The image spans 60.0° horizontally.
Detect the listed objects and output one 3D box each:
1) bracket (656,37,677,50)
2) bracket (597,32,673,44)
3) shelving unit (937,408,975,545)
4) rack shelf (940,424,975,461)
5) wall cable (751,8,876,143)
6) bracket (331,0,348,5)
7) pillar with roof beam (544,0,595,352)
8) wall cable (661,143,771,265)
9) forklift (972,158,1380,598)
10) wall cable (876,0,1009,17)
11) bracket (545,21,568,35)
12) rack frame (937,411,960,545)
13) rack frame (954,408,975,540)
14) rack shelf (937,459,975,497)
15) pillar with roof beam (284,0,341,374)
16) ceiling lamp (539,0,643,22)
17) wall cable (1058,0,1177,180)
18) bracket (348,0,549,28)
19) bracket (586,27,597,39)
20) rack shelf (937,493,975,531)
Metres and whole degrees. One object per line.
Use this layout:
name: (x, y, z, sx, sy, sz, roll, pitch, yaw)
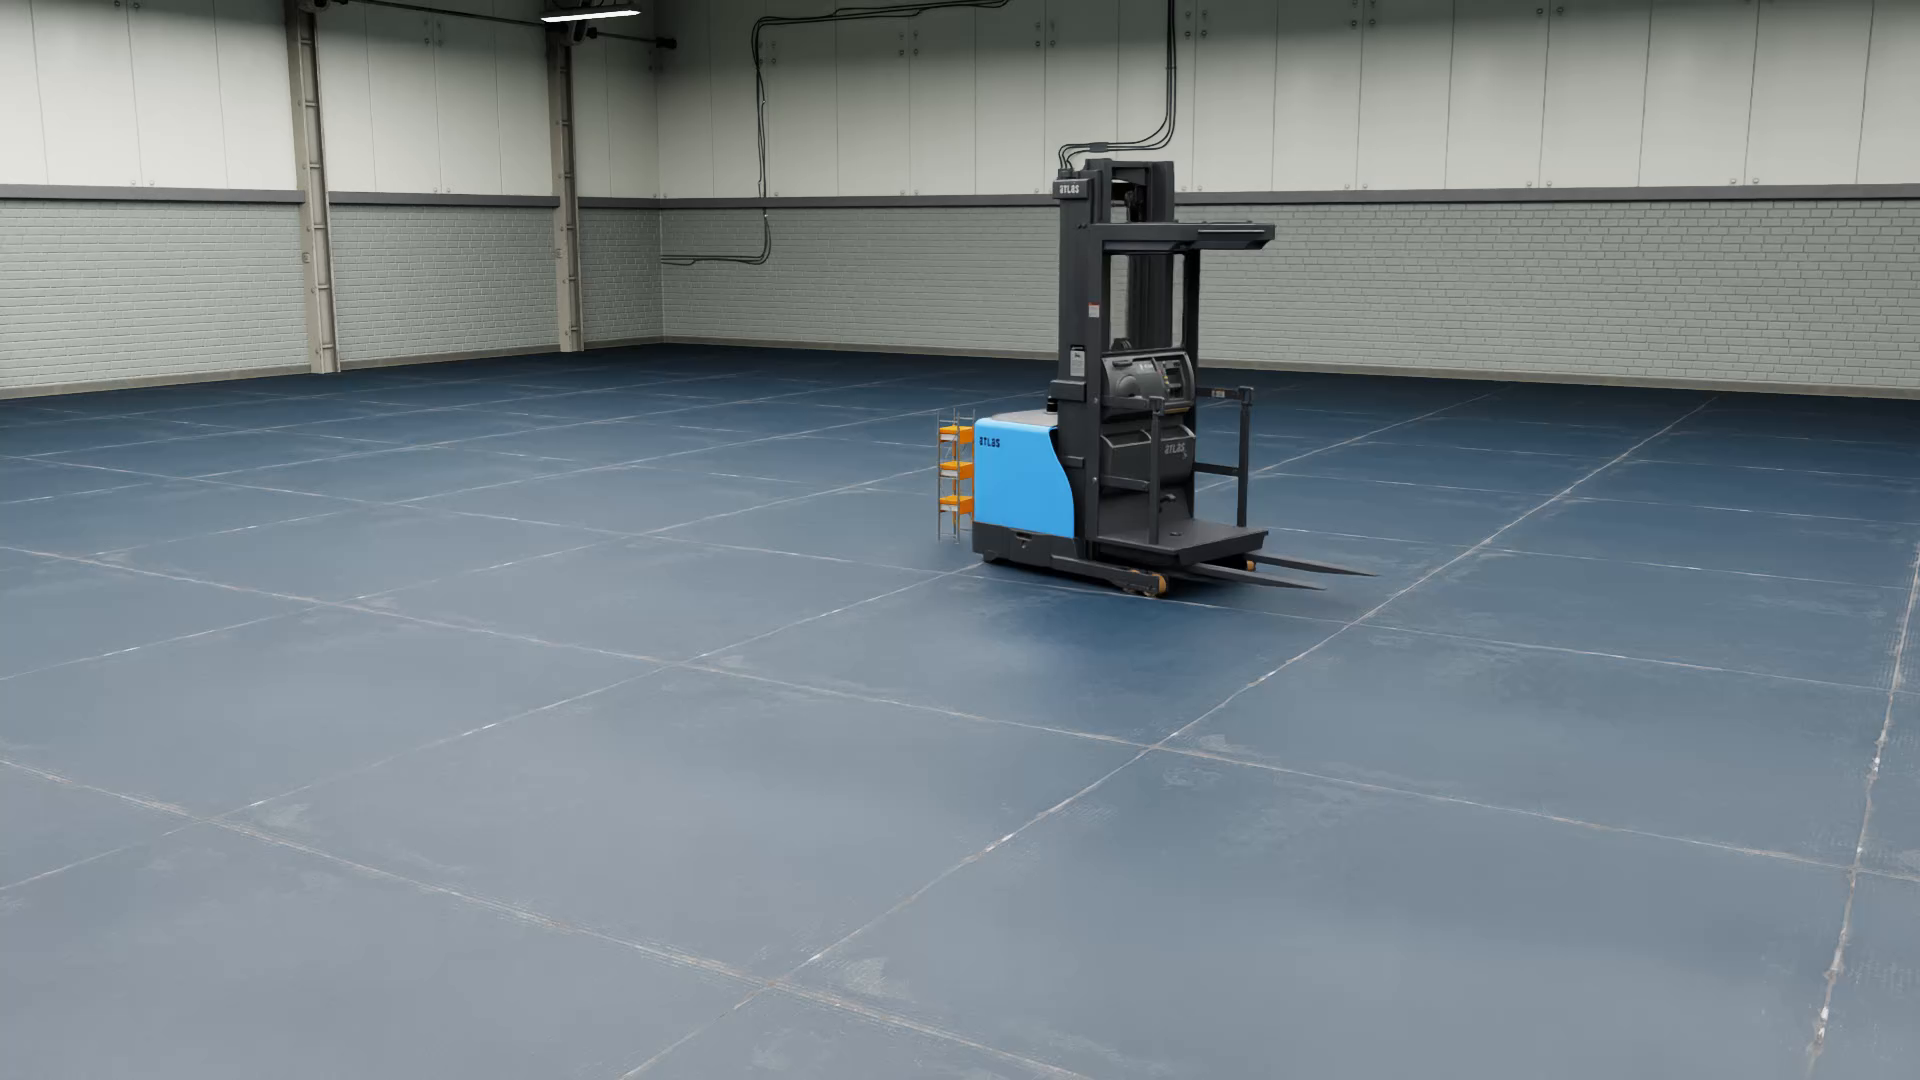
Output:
bracket: (-6.193, -10.463, 35.018, 0.235, 0.232, 0.430, 6, 12, 31)
bracket: (-6.500, -10.370, 34.522, 0.076, 0.066, 3.189, 6, 12, 31)
shelving unit: (-0.028, -0.508, 13.227, 0.215, 1.050, 0.252, 6, 12, 31)
rack shelf: (-0.028, -0.776, 13.177, 0.215, 0.259, 0.240, 6, 12, 31)
wall cable: (-2.971, -9.324, 33.432, 3.097, 2.526, 0.112, 6, 12, 31)
bracket: (-10.539, -9.146, 27.987, 0.235, 0.232, 0.430, 6, 12, 31)
pillar with roof beam: (-4.263, -7.878, 30.994, 9.100, 9.000, 0.548, 6, 12, 31)
wall cable: (-5.283, -7.100, 35.277, 3.097, 2.526, 0.112, 6, 12, 31)
forklift: (1.480, -1.154, 11.570, 1.130, 2.935, 3.031, -10, 15, -43)
wall cable: (-0.326, -11.264, 31.434, 3.097, 2.526, 0.112, 6, 12, 31)
bracket: (-7.854, -9.959, 32.330, 0.235, 0.232, 0.430, 6, 12, 31)
rack frame: (-0.091, -0.488, 13.125, 0.200, 1.050, 0.008, 6, 12, 31)
rack frame: (0.036, -0.527, 13.330, 0.200, 1.050, 0.008, 6, 12, 31)
rack shelf: (-0.028, -0.497, 13.229, 0.215, 0.259, 0.240, 6, 12, 31)
pillar with roof beam: (-7.378, -6.934, 25.954, 9.100, 9.000, 0.548, 6, 12, 31)
ceiling lamp: (-5.889, -10.097, 26.984, 2.000, 3.185, 0.800, 6, 12, 31)
wall cable: (2.823, -9.388, 29.820, 2.305, 6.003, 0.169, 6, 12, 31)
bracket: (-9.192, -9.554, 30.166, 0.076, 0.066, 4.783, 6, 12, 31)
bracket: (-7.424, -10.090, 33.028, 0.235, 0.232, 0.430, 6, 12, 31)
rack shelf: (-0.028, -0.224, 13.280, 0.215, 0.259, 0.240, 6, 12, 31)
